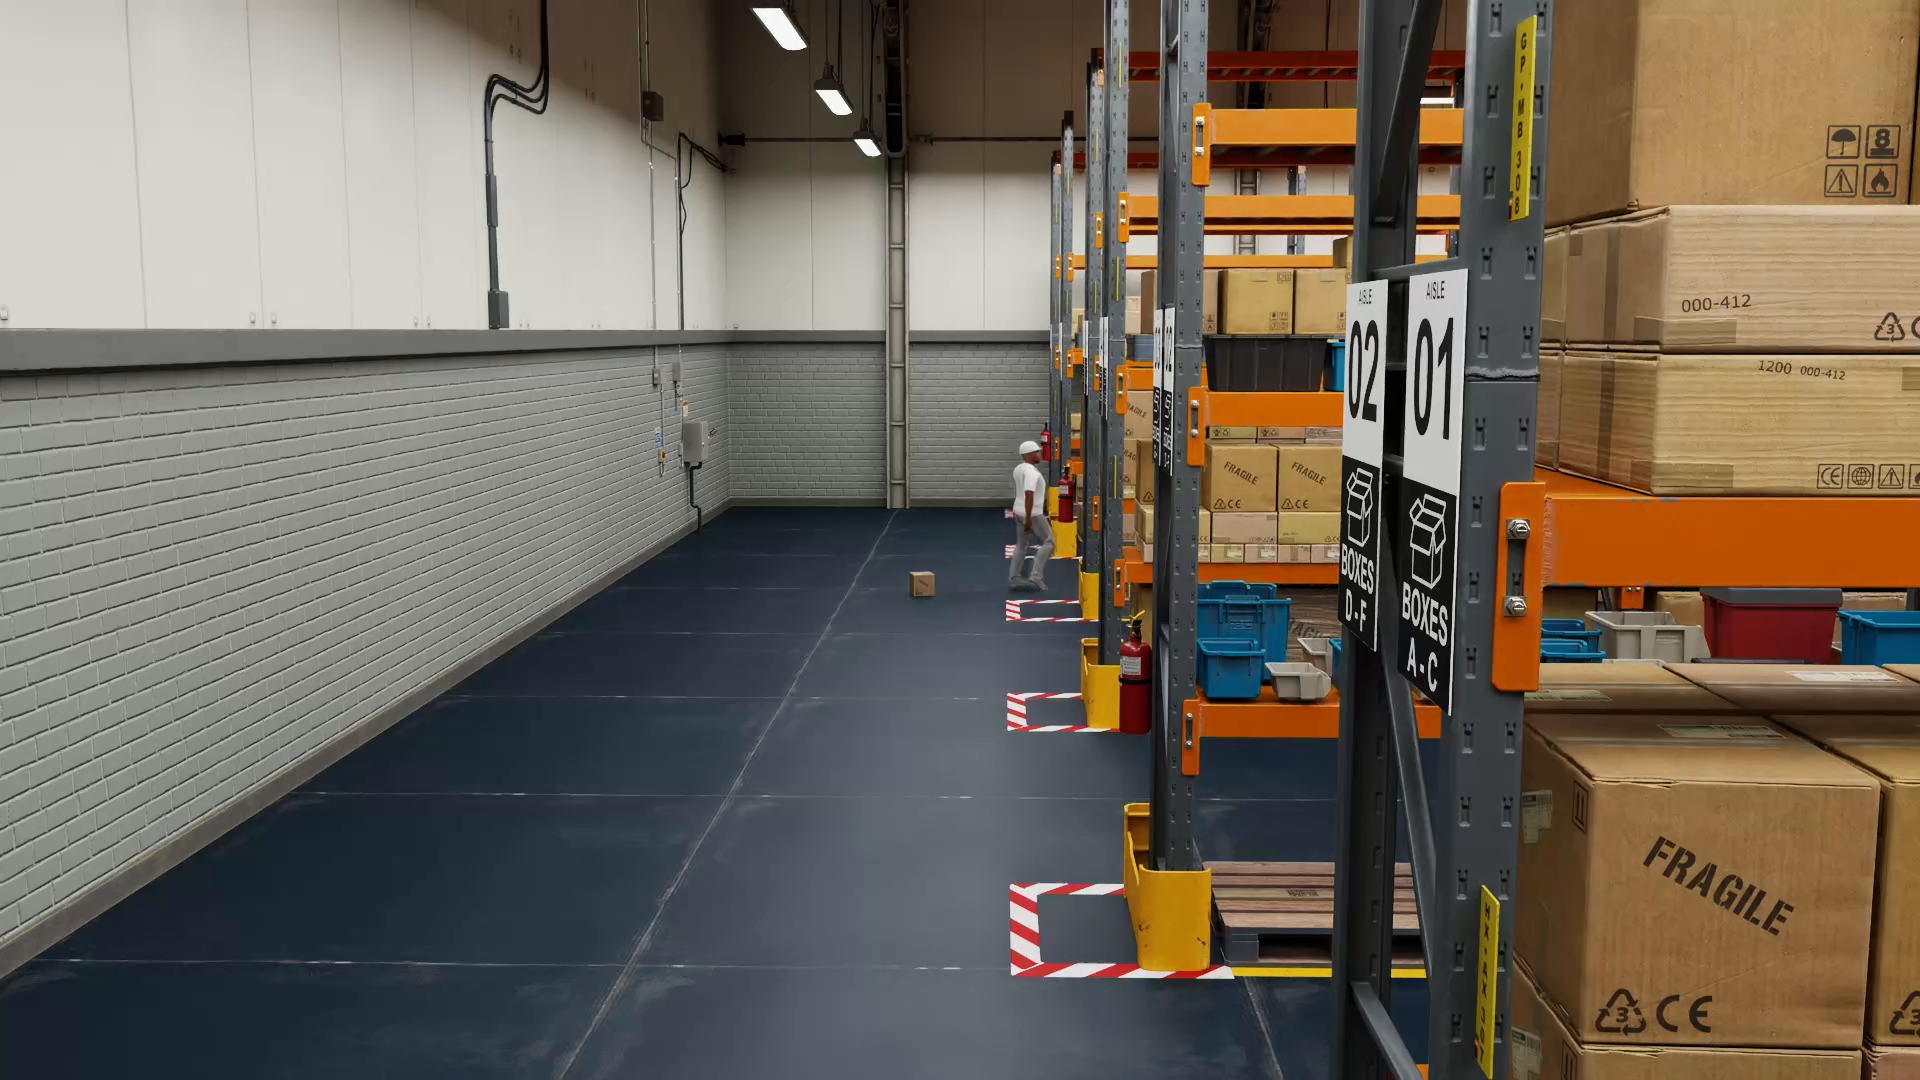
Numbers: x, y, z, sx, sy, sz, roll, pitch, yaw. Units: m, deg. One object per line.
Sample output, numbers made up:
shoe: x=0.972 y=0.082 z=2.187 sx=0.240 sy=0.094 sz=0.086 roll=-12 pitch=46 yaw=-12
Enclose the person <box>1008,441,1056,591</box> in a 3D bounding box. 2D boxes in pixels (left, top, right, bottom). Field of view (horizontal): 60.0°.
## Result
person: x=0.847 y=-0.275 z=19.855 sx=0.524 sy=1.814 sz=0.574 roll=-3 pitch=8 yaw=-21
